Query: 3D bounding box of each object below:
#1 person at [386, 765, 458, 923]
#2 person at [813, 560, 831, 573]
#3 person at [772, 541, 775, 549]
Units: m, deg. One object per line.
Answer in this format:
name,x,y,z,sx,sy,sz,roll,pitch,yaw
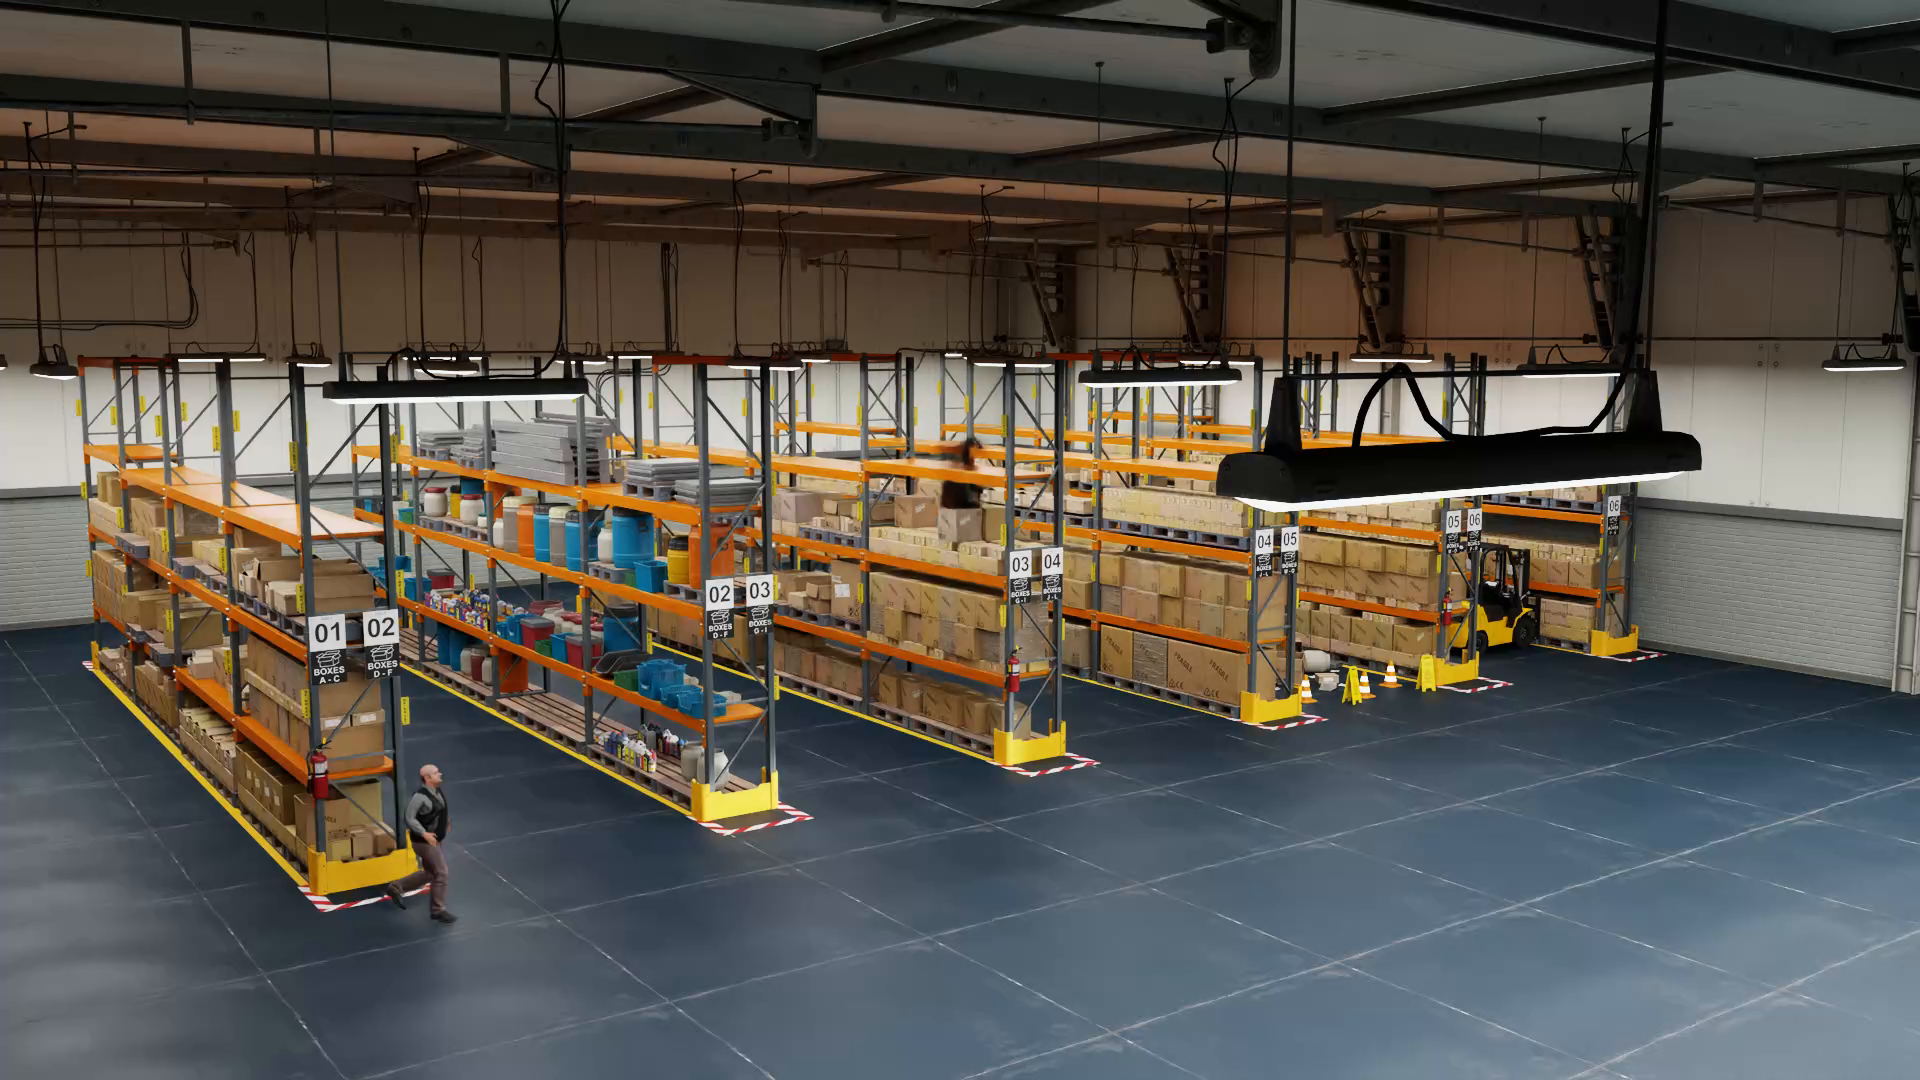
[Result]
person,-5.882,3.296,18.153,0.790,1.730,0.671,0,7,-1
person,-3.497,0.402,41.903,0.634,1.742,0.765,4,8,27
person,-4.723,0.461,41.634,1.030,1.681,0.737,-6,9,-43
